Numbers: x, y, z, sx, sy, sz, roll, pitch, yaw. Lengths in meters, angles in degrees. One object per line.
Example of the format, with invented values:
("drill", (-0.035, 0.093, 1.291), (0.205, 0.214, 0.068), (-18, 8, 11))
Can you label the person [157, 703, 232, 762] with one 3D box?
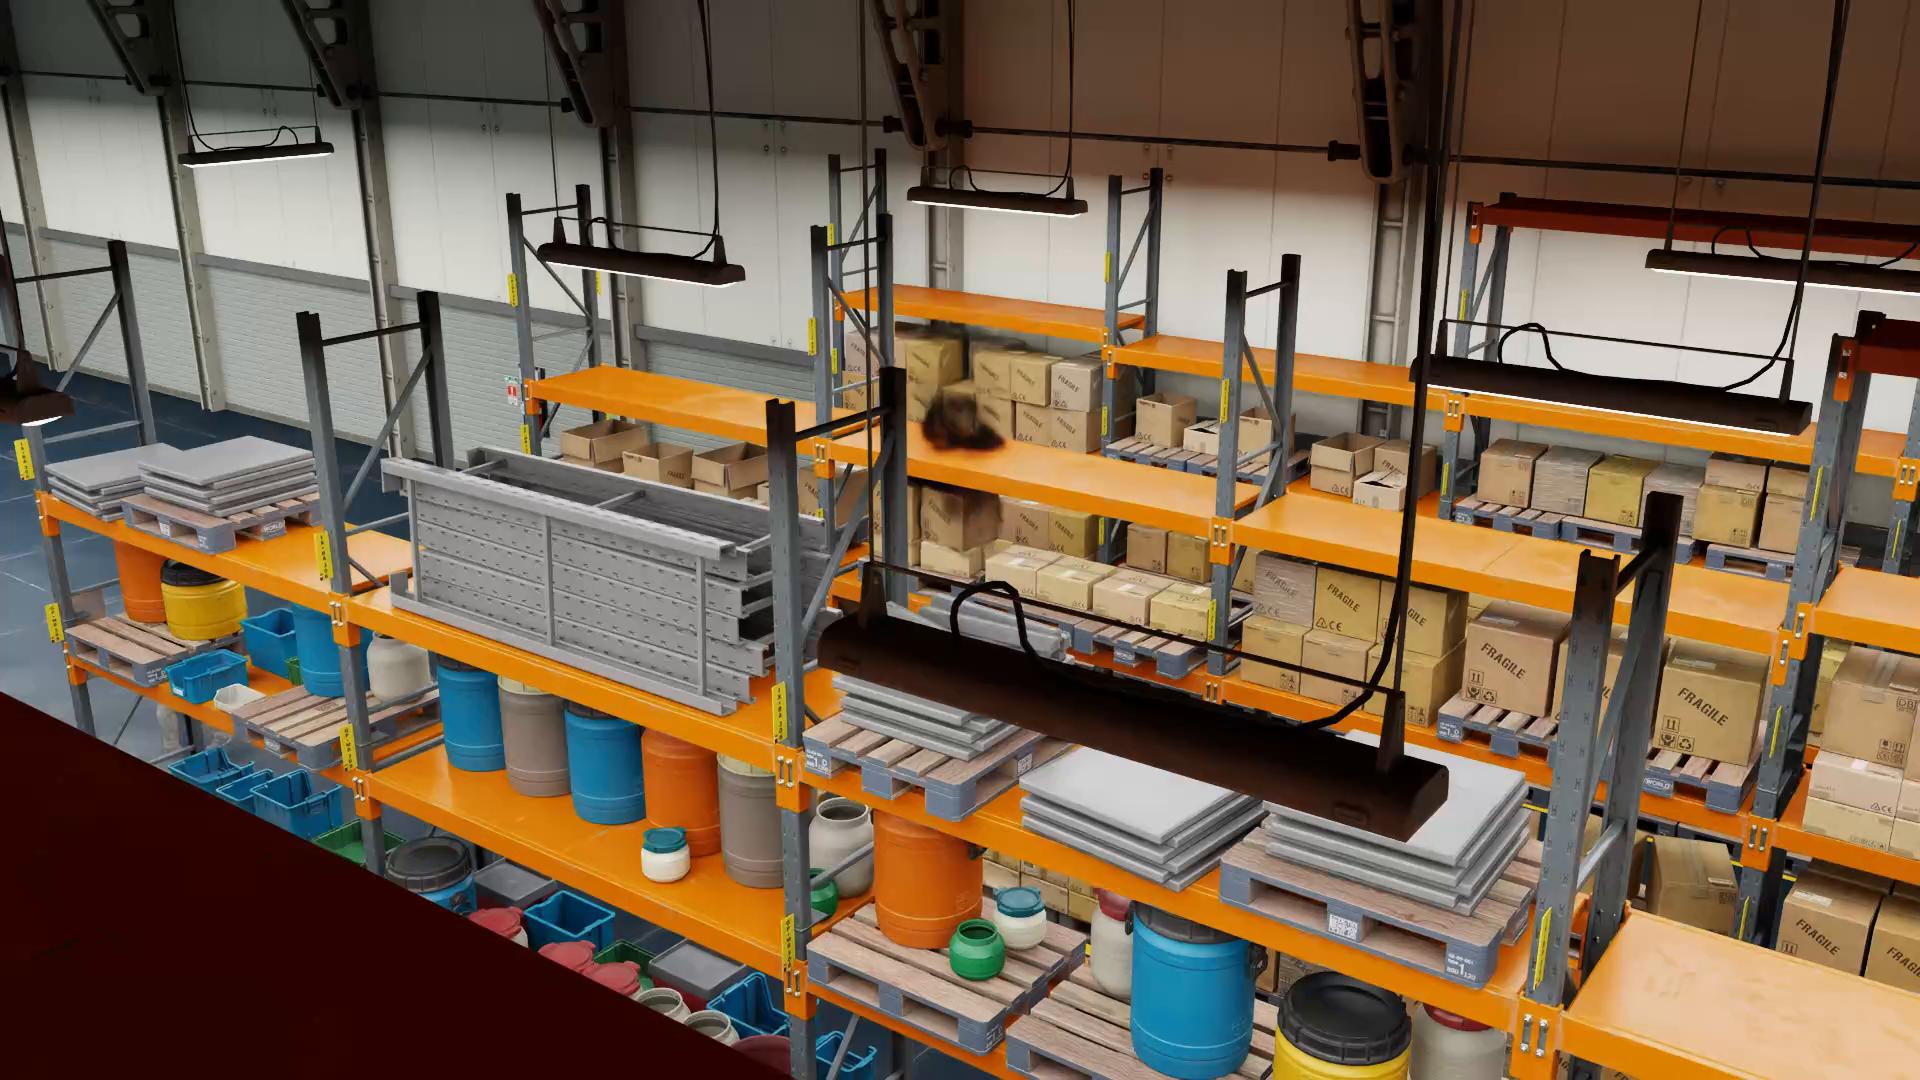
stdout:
("person", (-8.301, 1.596, 17.796), (0.775, 1.721, 0.577), (-9, 20, -24))
